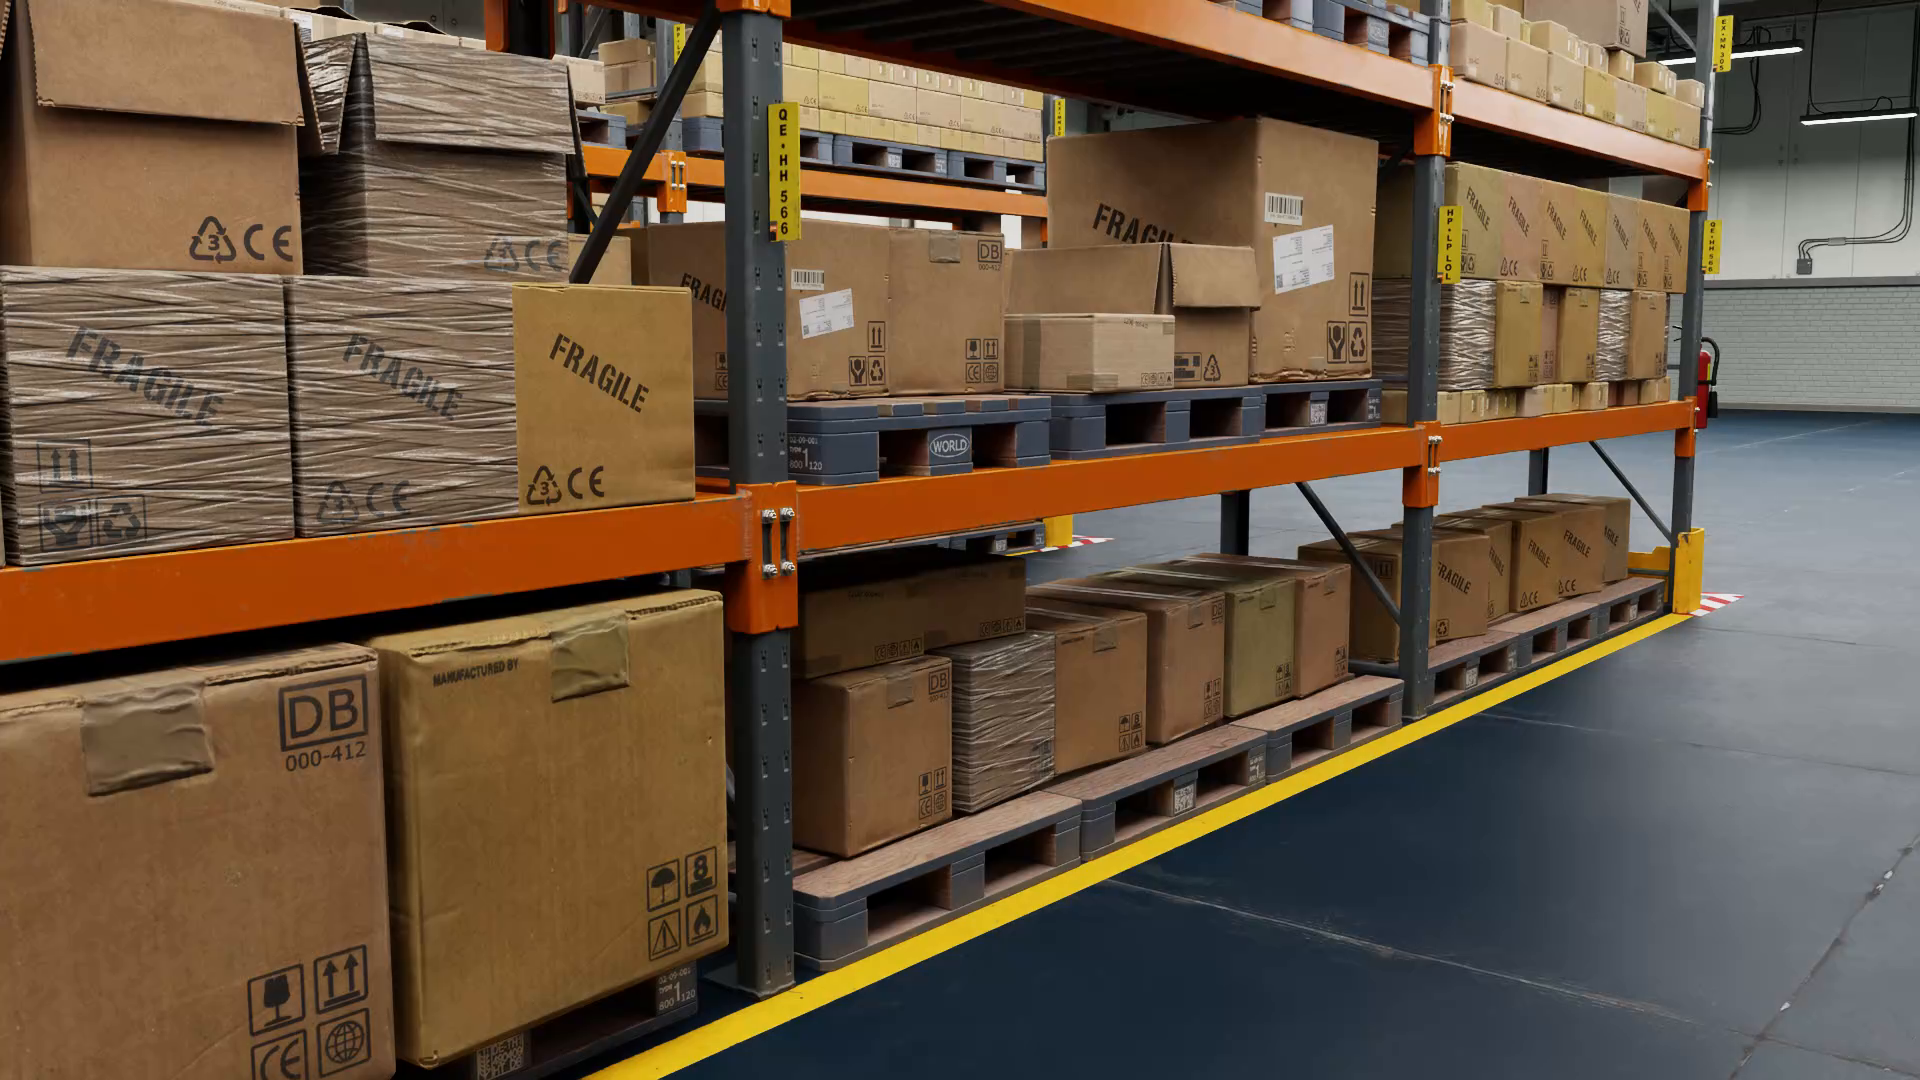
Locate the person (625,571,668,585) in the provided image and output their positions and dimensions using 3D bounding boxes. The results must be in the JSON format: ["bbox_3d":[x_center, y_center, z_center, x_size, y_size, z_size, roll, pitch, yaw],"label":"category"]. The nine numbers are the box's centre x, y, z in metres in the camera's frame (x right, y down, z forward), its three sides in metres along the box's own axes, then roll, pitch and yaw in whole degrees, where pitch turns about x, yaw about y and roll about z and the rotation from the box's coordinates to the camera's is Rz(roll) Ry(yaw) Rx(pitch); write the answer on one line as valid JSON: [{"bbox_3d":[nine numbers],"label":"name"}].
[{"bbox_3d":[-1.489,-0.075,7.938,0.486,1.597,0.435,4,8,30],"label":"person"}]
